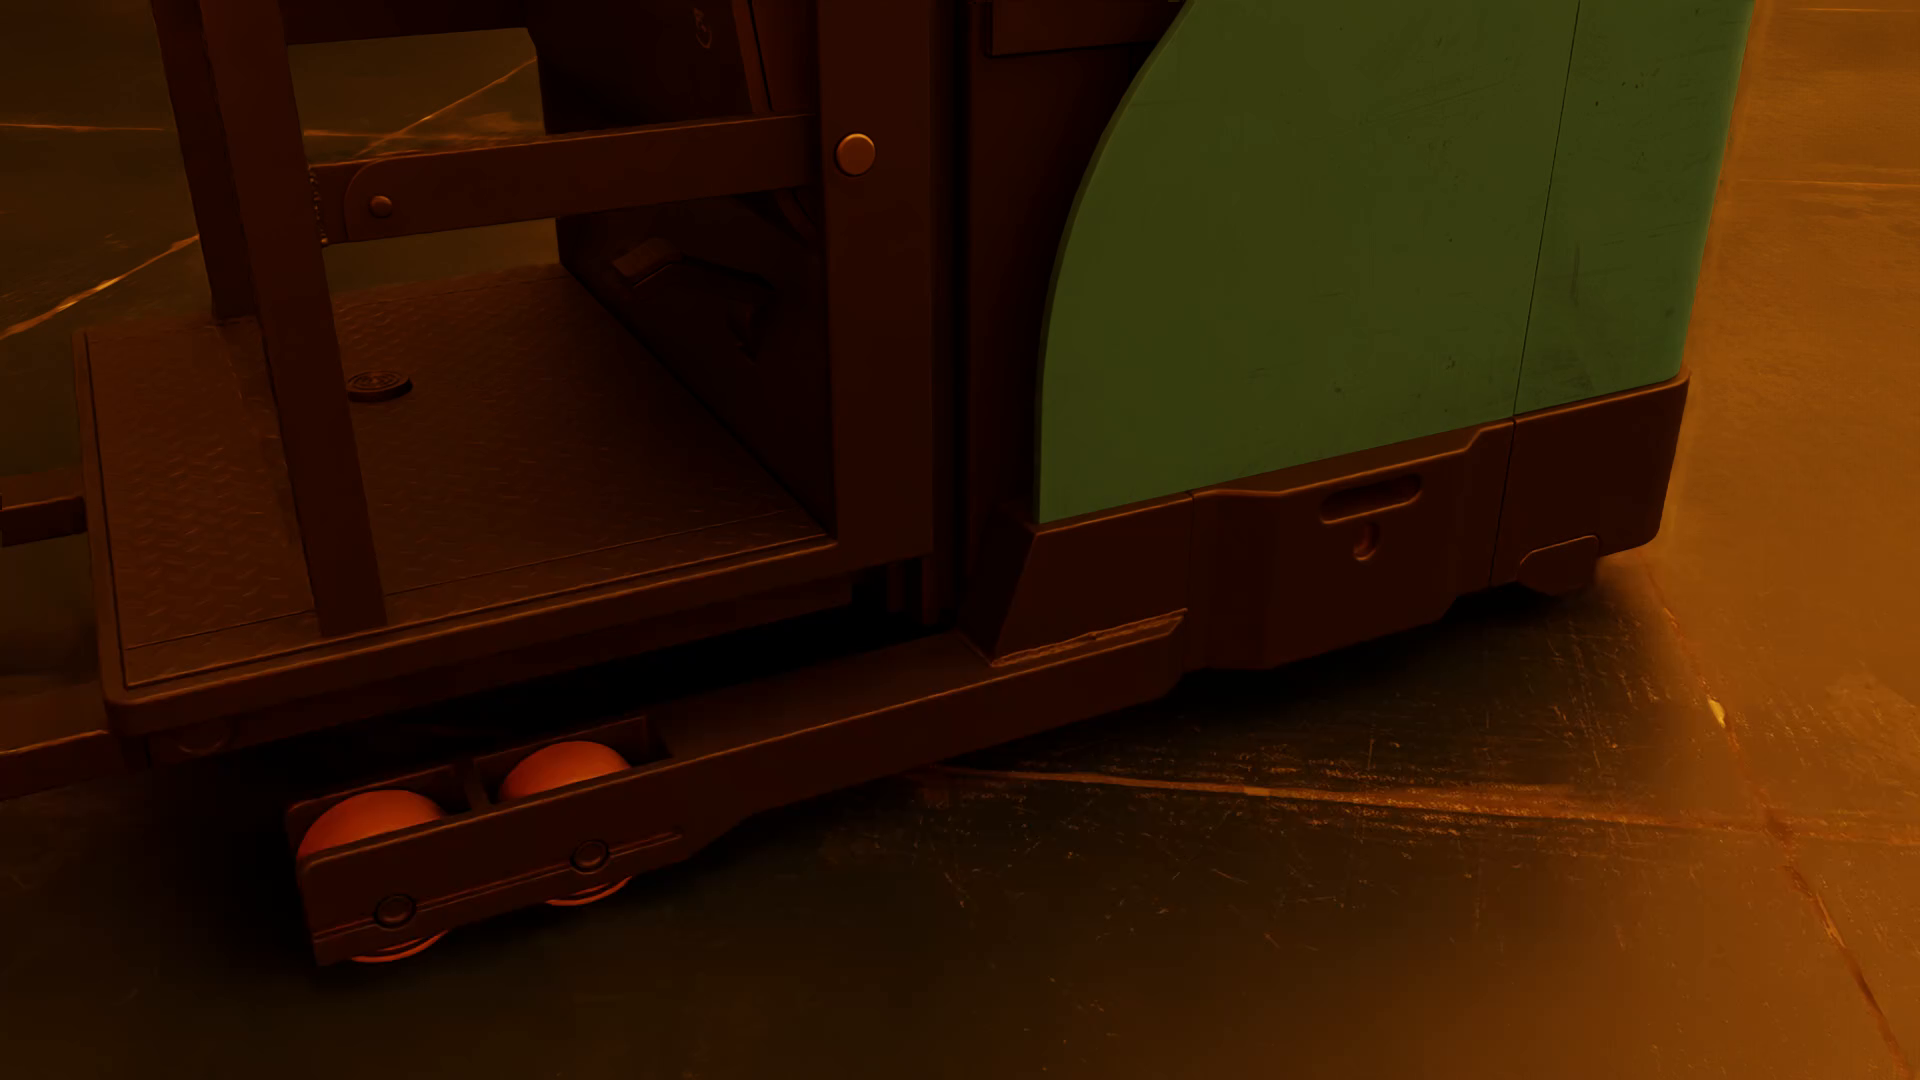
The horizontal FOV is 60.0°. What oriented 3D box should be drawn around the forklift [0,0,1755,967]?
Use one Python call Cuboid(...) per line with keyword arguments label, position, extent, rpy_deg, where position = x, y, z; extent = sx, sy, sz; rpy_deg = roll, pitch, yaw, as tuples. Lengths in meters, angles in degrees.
Cuboid(label="forklift", position=(-0.549, -1.161, 1.544), extent=(3.031, 2.935, 1.130), rpy_deg=(-13, 29, -24))
